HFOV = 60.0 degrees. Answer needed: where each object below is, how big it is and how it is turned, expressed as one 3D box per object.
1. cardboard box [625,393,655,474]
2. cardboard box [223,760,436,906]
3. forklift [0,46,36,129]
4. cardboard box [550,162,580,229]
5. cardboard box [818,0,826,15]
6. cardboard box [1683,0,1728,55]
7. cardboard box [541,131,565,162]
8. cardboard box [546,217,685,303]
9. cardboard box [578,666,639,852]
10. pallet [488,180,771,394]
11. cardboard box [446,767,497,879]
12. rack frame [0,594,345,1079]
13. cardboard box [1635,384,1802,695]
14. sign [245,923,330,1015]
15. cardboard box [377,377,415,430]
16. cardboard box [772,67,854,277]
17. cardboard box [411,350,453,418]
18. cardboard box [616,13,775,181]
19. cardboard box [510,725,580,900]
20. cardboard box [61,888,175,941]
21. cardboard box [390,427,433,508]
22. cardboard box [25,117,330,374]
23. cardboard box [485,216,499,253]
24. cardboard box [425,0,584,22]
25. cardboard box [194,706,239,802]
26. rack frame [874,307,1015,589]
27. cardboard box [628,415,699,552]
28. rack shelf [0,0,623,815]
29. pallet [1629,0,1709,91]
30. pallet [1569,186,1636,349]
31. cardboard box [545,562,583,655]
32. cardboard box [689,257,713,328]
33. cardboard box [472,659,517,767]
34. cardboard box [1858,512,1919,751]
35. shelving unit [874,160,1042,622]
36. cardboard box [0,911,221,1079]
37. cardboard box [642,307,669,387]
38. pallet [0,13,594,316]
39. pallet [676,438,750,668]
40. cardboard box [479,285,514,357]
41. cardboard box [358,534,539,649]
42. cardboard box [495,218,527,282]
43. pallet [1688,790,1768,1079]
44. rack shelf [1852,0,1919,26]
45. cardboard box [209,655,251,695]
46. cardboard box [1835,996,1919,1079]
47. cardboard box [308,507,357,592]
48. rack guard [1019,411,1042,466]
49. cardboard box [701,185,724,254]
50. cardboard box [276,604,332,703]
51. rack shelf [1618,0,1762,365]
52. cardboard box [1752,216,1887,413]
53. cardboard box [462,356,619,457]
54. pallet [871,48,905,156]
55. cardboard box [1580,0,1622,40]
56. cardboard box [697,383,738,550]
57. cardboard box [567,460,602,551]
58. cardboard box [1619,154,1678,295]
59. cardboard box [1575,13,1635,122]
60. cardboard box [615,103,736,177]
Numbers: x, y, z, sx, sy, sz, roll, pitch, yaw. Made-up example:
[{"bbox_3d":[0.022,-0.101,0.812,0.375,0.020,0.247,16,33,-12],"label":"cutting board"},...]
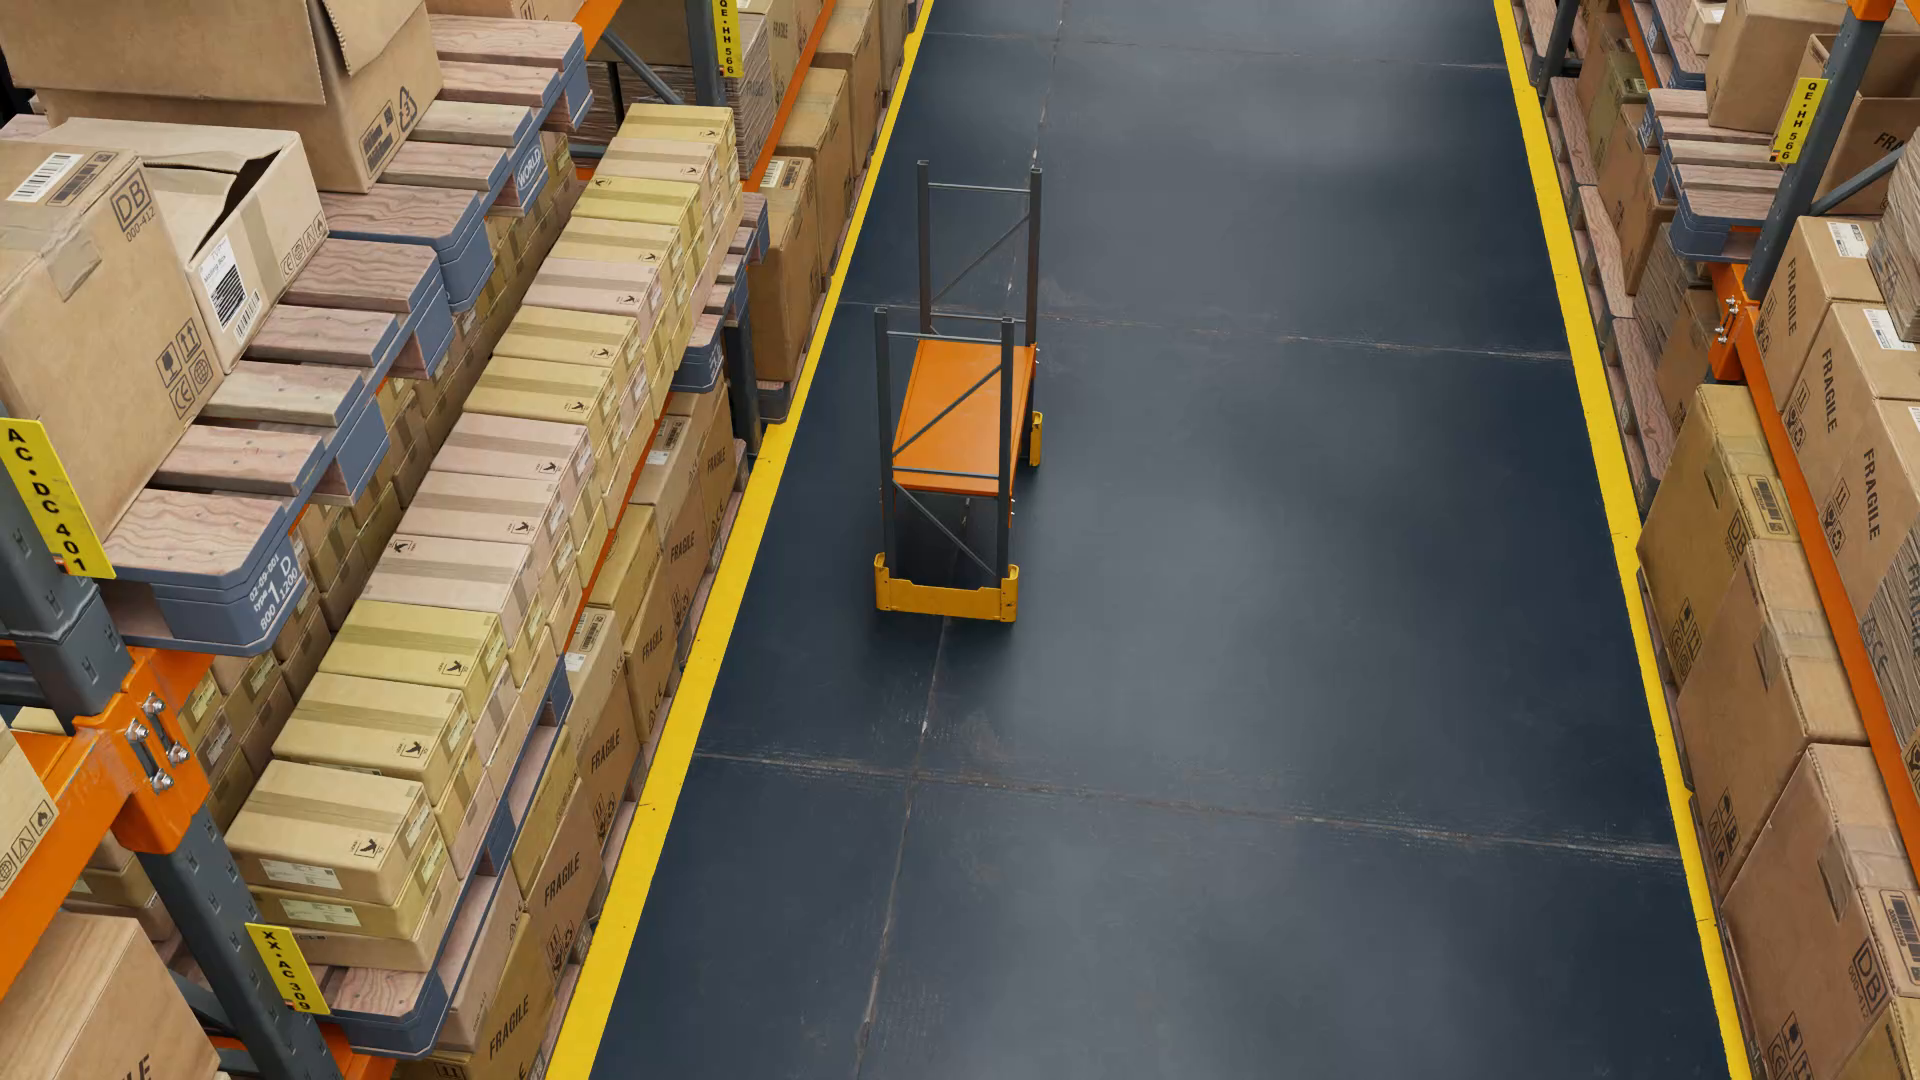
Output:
[{"bbox_3d":[-1.205,-0.364,5.330,0.380,0.149,0.250,6,44,7],"label":"cardboard box"},{"bbox_3d":[-1.441,0.668,3.807,0.380,0.149,0.250,7,44,8],"label":"cardboard box"},{"bbox_3d":[-3.343,-1.930,7.156,1.130,2.935,3.031,4,44,4],"label":"forklift"},{"bbox_3d":[-1.679,-1.329,6.349,0.380,0.149,0.250,5,44,5],"label":"cardboard box"},{"bbox_3d":[-0.894,-2.902,8.060,0.500,0.500,0.500,5,44,5],"label":"cardboard box"},{"bbox_3d":[3.436,-2.299,7.289,0.396,0.266,0.258,4,44,4],"label":"cardboard box"},{"bbox_3d":[-1.674,-1.531,6.130,0.380,0.149,0.250,5,44,6],"label":"cardboard box"},{"bbox_3d":[-1.132,-0.924,5.489,0.380,0.149,0.250,6,44,7],"label":"cardboard box"},{"bbox_3d":[-1.464,0.729,5.811,0.500,0.500,0.500,6,44,6],"label":"cardboard box"},{"bbox_3d":[-1.409,-0.989,6.252,1.213,0.211,1.003,5,44,6],"label":"pallet"},{"bbox_3d":[-1.410,0.695,4.212,0.380,0.149,0.250,6,44,6],"label":"cardboard box"},{"bbox_3d":[-1.949,1.172,3.831,1.000,3.000,0.127,5,44,6],"label":"rack frame"},{"bbox_3d":[3.371,0.053,6.252,1.225,0.875,0.875,3,44,4],"label":"cardboard box"},{"bbox_3d":[-1.410,0.902,3.486,0.100,0.325,0.005,5,44,6],"label":"sign"},{"bbox_3d":[-1.882,-0.469,5.008,0.380,0.149,0.250,5,44,5],"label":"cardboard box"},{"bbox_3d":[-1.138,-1.893,8.398,1.050,0.750,0.750,6,44,6],"label":"cardboard box"},{"bbox_3d":[-1.852,-0.534,5.294,0.380,0.149,0.250,5,44,5],"label":"cardboard box"},{"bbox_3d":[-1.093,-1.872,6.973,0.500,0.500,0.500,6,44,6],"label":"cardboard box"},{"bbox_3d":[-1.521,0.812,5.178,0.500,0.250,0.500,6,44,7],"label":"cardboard box"},{"bbox_3d":[-2.093,0.822,4.077,0.380,0.149,0.250,4,44,5],"label":"cardboard box"},{"bbox_3d":[-1.888,-0.248,5.207,0.380,0.149,0.250,4,44,4],"label":"cardboard box"},{"bbox_3d":[-1.625,-0.618,3.299,0.500,0.311,0.500,5,44,5],"label":"cardboard box"},{"bbox_3d":[-1.779,-1.003,5.573,0.380,0.149,0.250,4,44,4],"label":"cardboard box"},{"bbox_3d":[-1.367,-1.585,4.488,0.500,0.500,0.500,5,44,6],"label":"cardboard box"},{"bbox_3d":[-2.058,0.534,4.165,0.380,0.149,0.250,6,44,6],"label":"cardboard box"},{"bbox_3d":[-0.056,-0.256,6.430,0.500,1.500,0.032,5,44,6],"label":"rack frame"},{"bbox_3d":[-1.307,-0.236,6.285,0.500,0.250,0.500,6,44,6],"label":"cardboard box"},{"bbox_3d":[-1.685,-1.019,4.486,1.077,0.370,4.000,5,44,6],"label":"rack shelf"},{"bbox_3d":[3.704,-2.318,7.655,1.003,0.211,1.213,5,44,6],"label":"pallet"},{"bbox_3d":[3.751,-1.383,8.557,1.003,0.211,1.213,5,44,6],"label":"pallet"},{"bbox_3d":[-1.306,0.180,4.755,0.380,0.149,0.250,3,44,4],"label":"cardboard box"},{"bbox_3d":[-1.098,-0.893,5.889,0.380,0.149,0.250,6,44,6],"label":"cardboard box"},{"bbox_3d":[-1.375,0.423,4.282,0.380,0.149,0.250,6,44,7],"label":"cardboard box"},{"bbox_3d":[2.951,0.278,4.703,0.500,0.500,0.500,5,44,6],"label":"cardboard box"},{"bbox_3d":[0.010,-0.597,6.789,0.587,1.500,1.083,5,44,6],"label":"shelving unit"},{"bbox_3d":[-1.743,1.010,2.986,0.500,0.500,0.500,4,44,4],"label":"cardboard box"},{"bbox_3d":[-1.169,-0.644,5.409,0.380,0.149,0.250,5,44,5],"label":"cardboard box"},{"bbox_3d":[-1.628,-0.967,4.045,1.213,0.211,1.003,5,44,6],"label":"pallet"},{"bbox_3d":[-1.525,-0.009,7.106,1.003,0.211,1.213,5,44,6],"label":"pallet"},{"bbox_3d":[-1.784,-0.778,5.767,0.380,0.149,0.250,7,44,7],"label":"cardboard box"},{"bbox_3d":[-1.338,0.133,4.372,0.380,0.149,0.250,5,44,5],"label":"cardboard box"},{"bbox_3d":[-1.749,-1.045,5.833,0.380,0.149,0.250,4,44,4],"label":"cardboard box"},{"bbox_3d":[3.140,1.338,5.684,1.003,0.211,1.213,5,44,6],"label":"pallet"},{"bbox_3d":[3.218,-0.499,3.937,1.077,0.370,4.000,5,44,6],"label":"rack shelf"},{"bbox_3d":[-2.019,0.244,4.255,0.380,0.149,0.250,4,44,4],"label":"cardboard box"},{"bbox_3d":[3.019,1.873,4.330,1.225,0.875,0.875,5,44,6],"label":"cardboard box"},{"bbox_3d":[-1.955,0.001,4.728,0.380,0.149,0.250,3,44,3],"label":"cardboard box"},{"bbox_3d":[0.076,-0.482,7.577,0.587,0.250,0.087,5,44,6],"label":"rack guard"},{"bbox_3d":[-1.068,-1.163,5.958,0.380,0.149,0.250,7,44,7],"label":"cardboard box"},{"bbox_3d":[-1.991,0.304,4.624,0.380,0.149,0.250,3,44,3],"label":"cardboard box"},{"bbox_3d":[3.747,-2.136,7.848,1.077,0.370,4.000,5,44,6],"label":"rack shelf"},{"bbox_3d":[3.149,-0.764,5.803,0.500,0.500,0.500,6,44,7],"label":"cardboard box"},{"bbox_3d":[-1.239,-0.397,4.933,0.380,0.149,0.250,6,44,7],"label":"cardboard box"},{"bbox_3d":[-0.919,-2.735,9.985,1.003,0.211,1.213,5,44,6],"label":"pallet"},{"bbox_3d":[4.104,-3.274,10.039,0.500,0.500,0.500,4,44,4],"label":"cardboard box"},{"bbox_3d":[-1.248,-0.327,6.926,0.500,0.500,0.500,5,44,5],"label":"cardboard box"},{"bbox_3d":[-1.272,-0.119,4.855,0.380,0.149,0.250,5,44,5],"label":"cardboard box"},{"bbox_3d":[3.680,-1.511,8.162,0.700,0.500,0.500,9,44,9],"label":"cardboard box"},{"bbox_3d":[3.909,-2.596,9.308,0.700,0.500,0.500,2,43,2],"label":"cardboard box"},{"bbox_3d":[-1.031,-1.456,6.050,0.380,0.149,0.250,4,44,4],"label":"cardboard box"}]
